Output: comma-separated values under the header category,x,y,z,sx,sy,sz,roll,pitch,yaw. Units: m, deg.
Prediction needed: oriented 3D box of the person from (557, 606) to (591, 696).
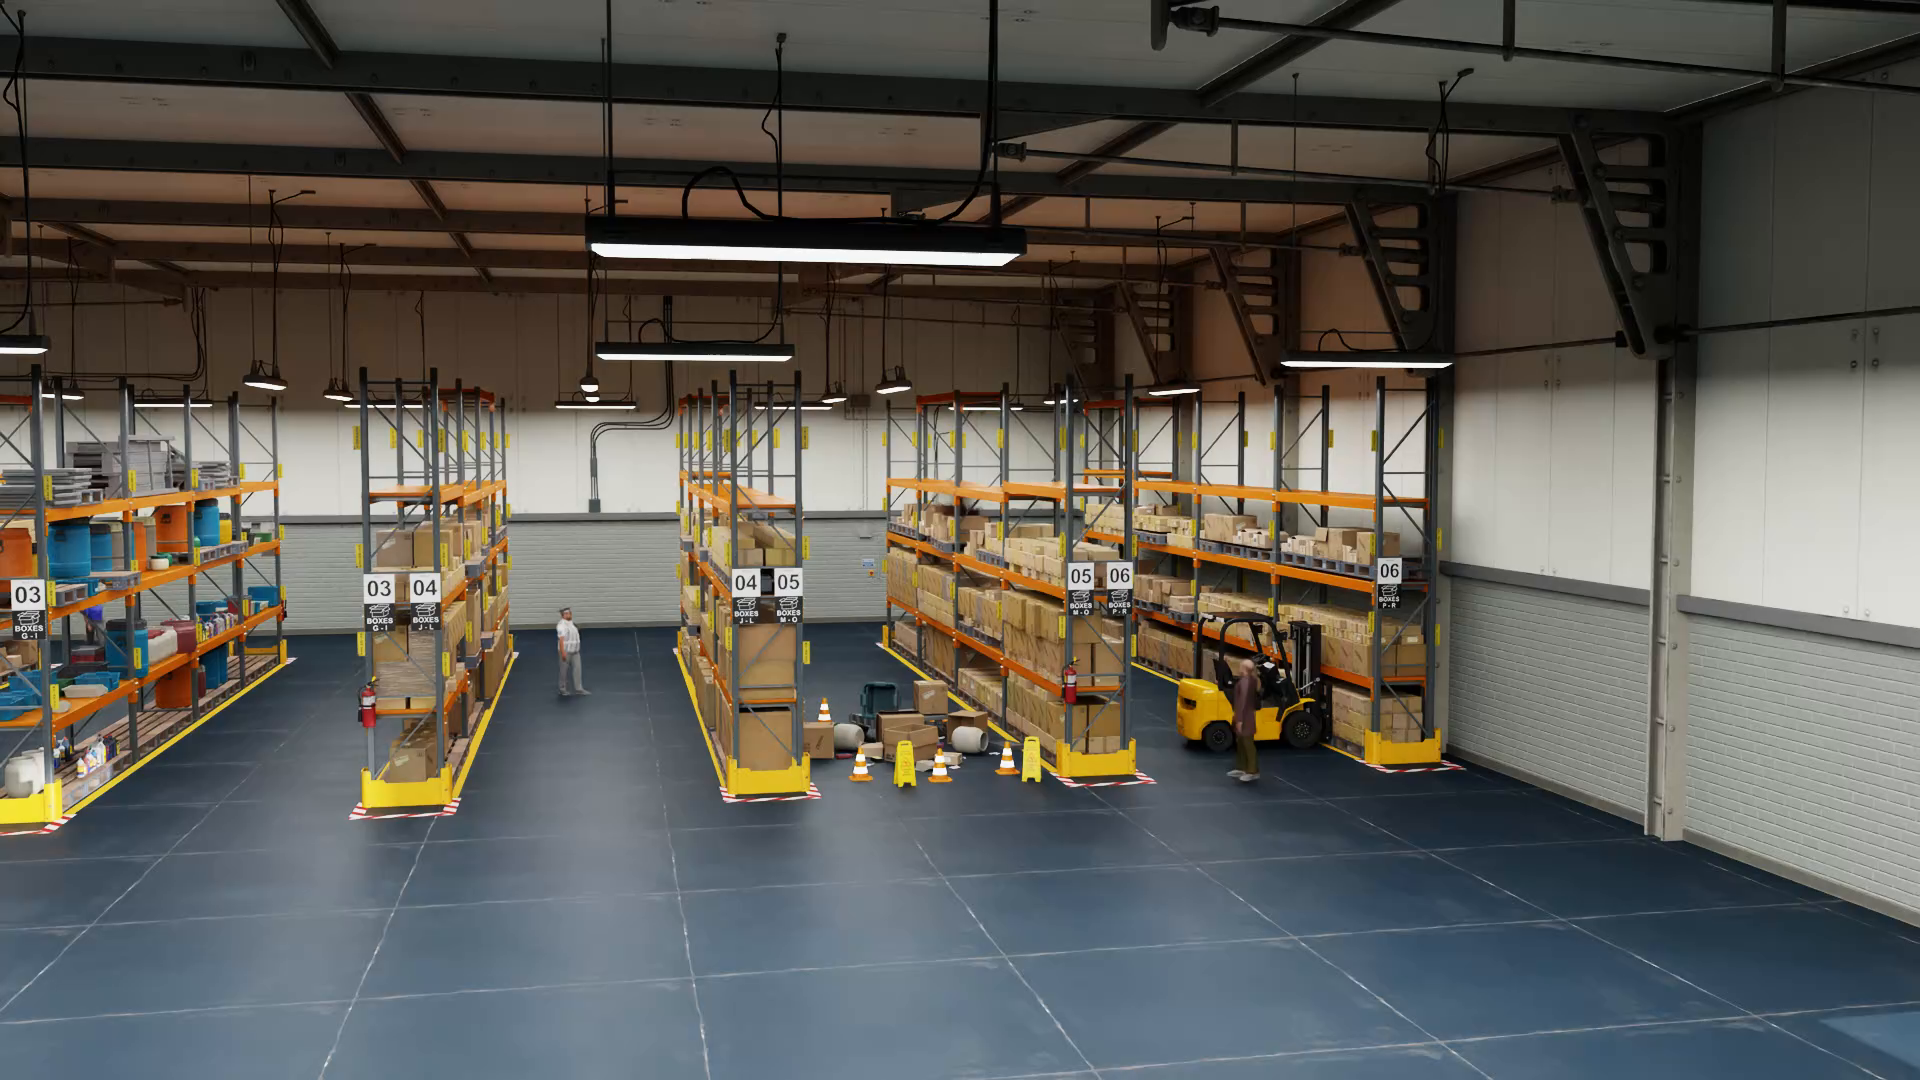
category,x,y,z,sx,sy,sz,roll,pitch,yaw
person,-7.621,2.178,32.682,0.598,1.769,0.578,2,4,31

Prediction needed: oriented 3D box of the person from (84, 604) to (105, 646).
category,x,y,z,sx,sy,sz,roll,pitch,yaw
person,-19.643,1.945,37.729,0.423,1.608,0.907,-2,4,-33

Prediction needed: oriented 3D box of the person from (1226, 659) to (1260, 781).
category,x,y,z,sx,sy,sz,roll,pitch,yaw
person,4.196,2.645,24.540,0.460,1.791,0.661,0,3,4
